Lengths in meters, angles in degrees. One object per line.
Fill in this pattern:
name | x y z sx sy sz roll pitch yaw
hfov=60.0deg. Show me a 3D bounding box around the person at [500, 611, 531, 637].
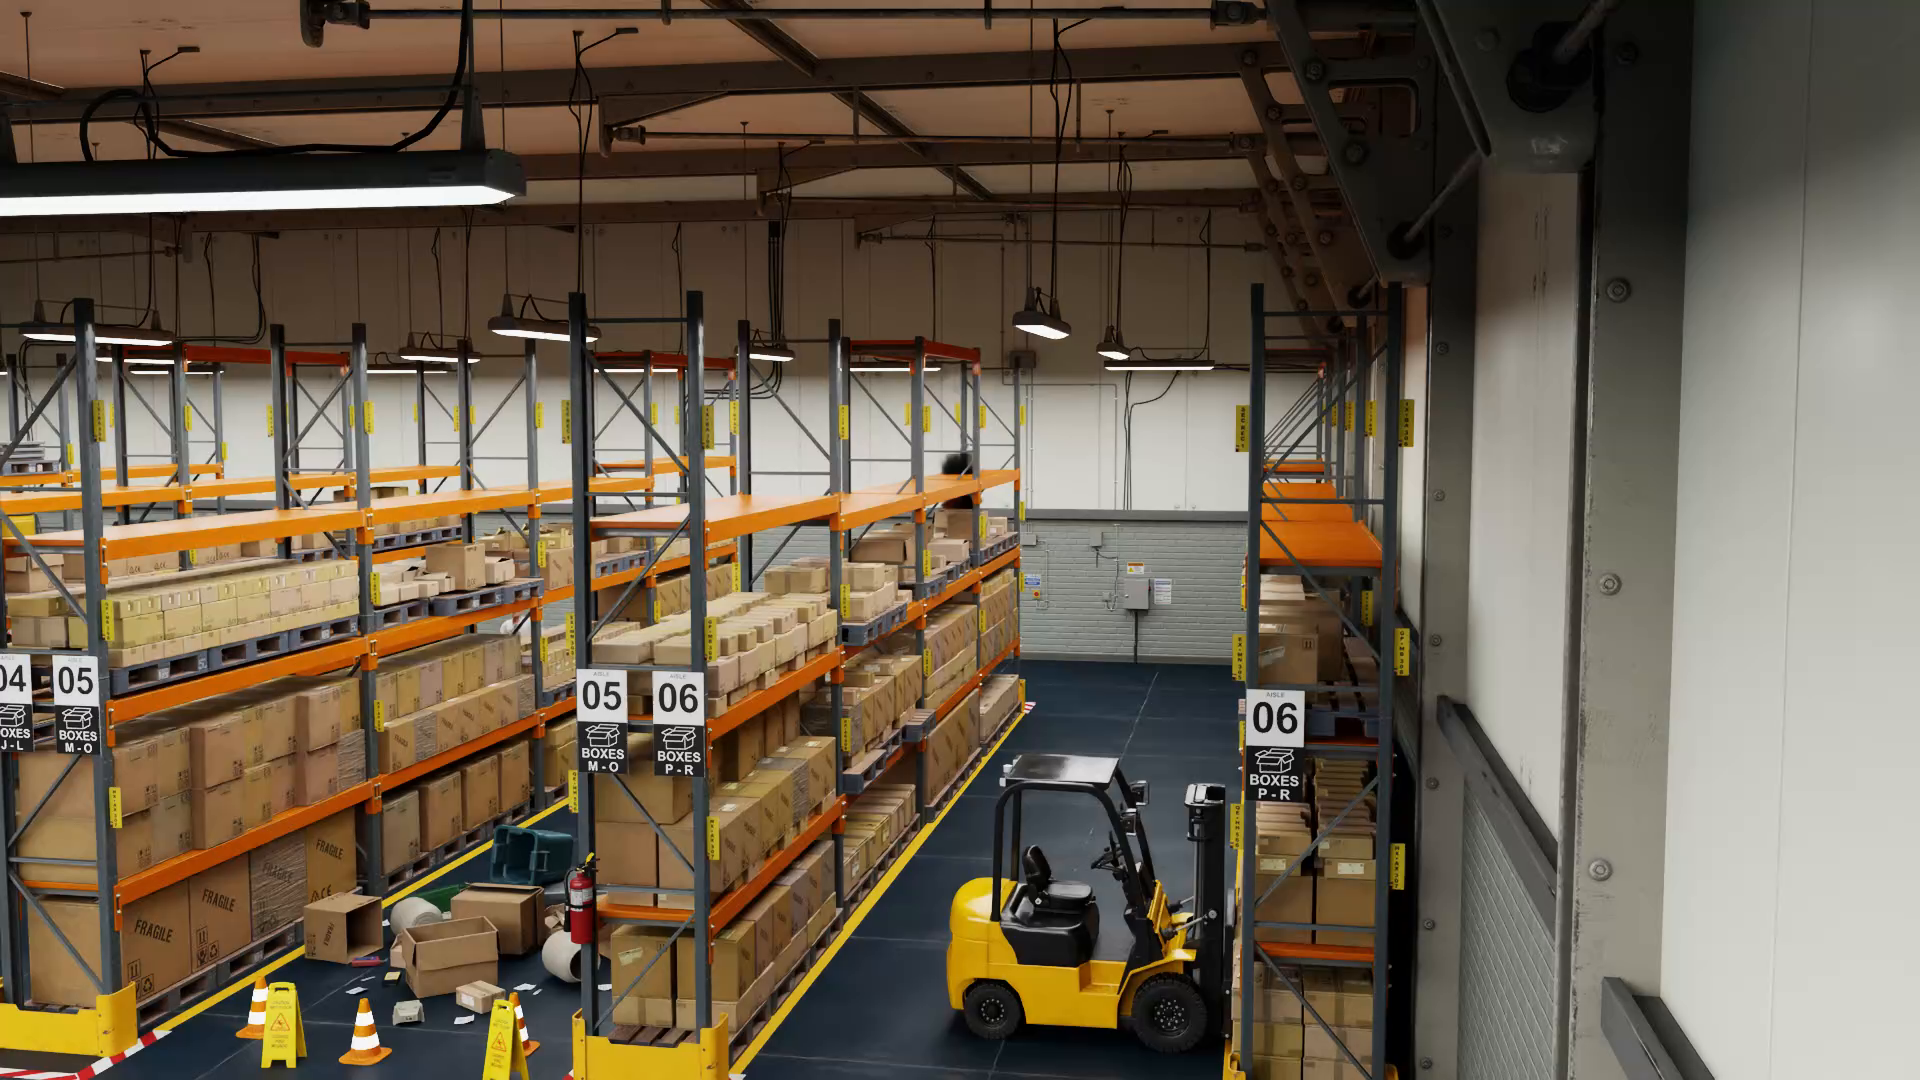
person | -7.668 2.022 29.002 0.749 1.648 0.777 0 5 1
